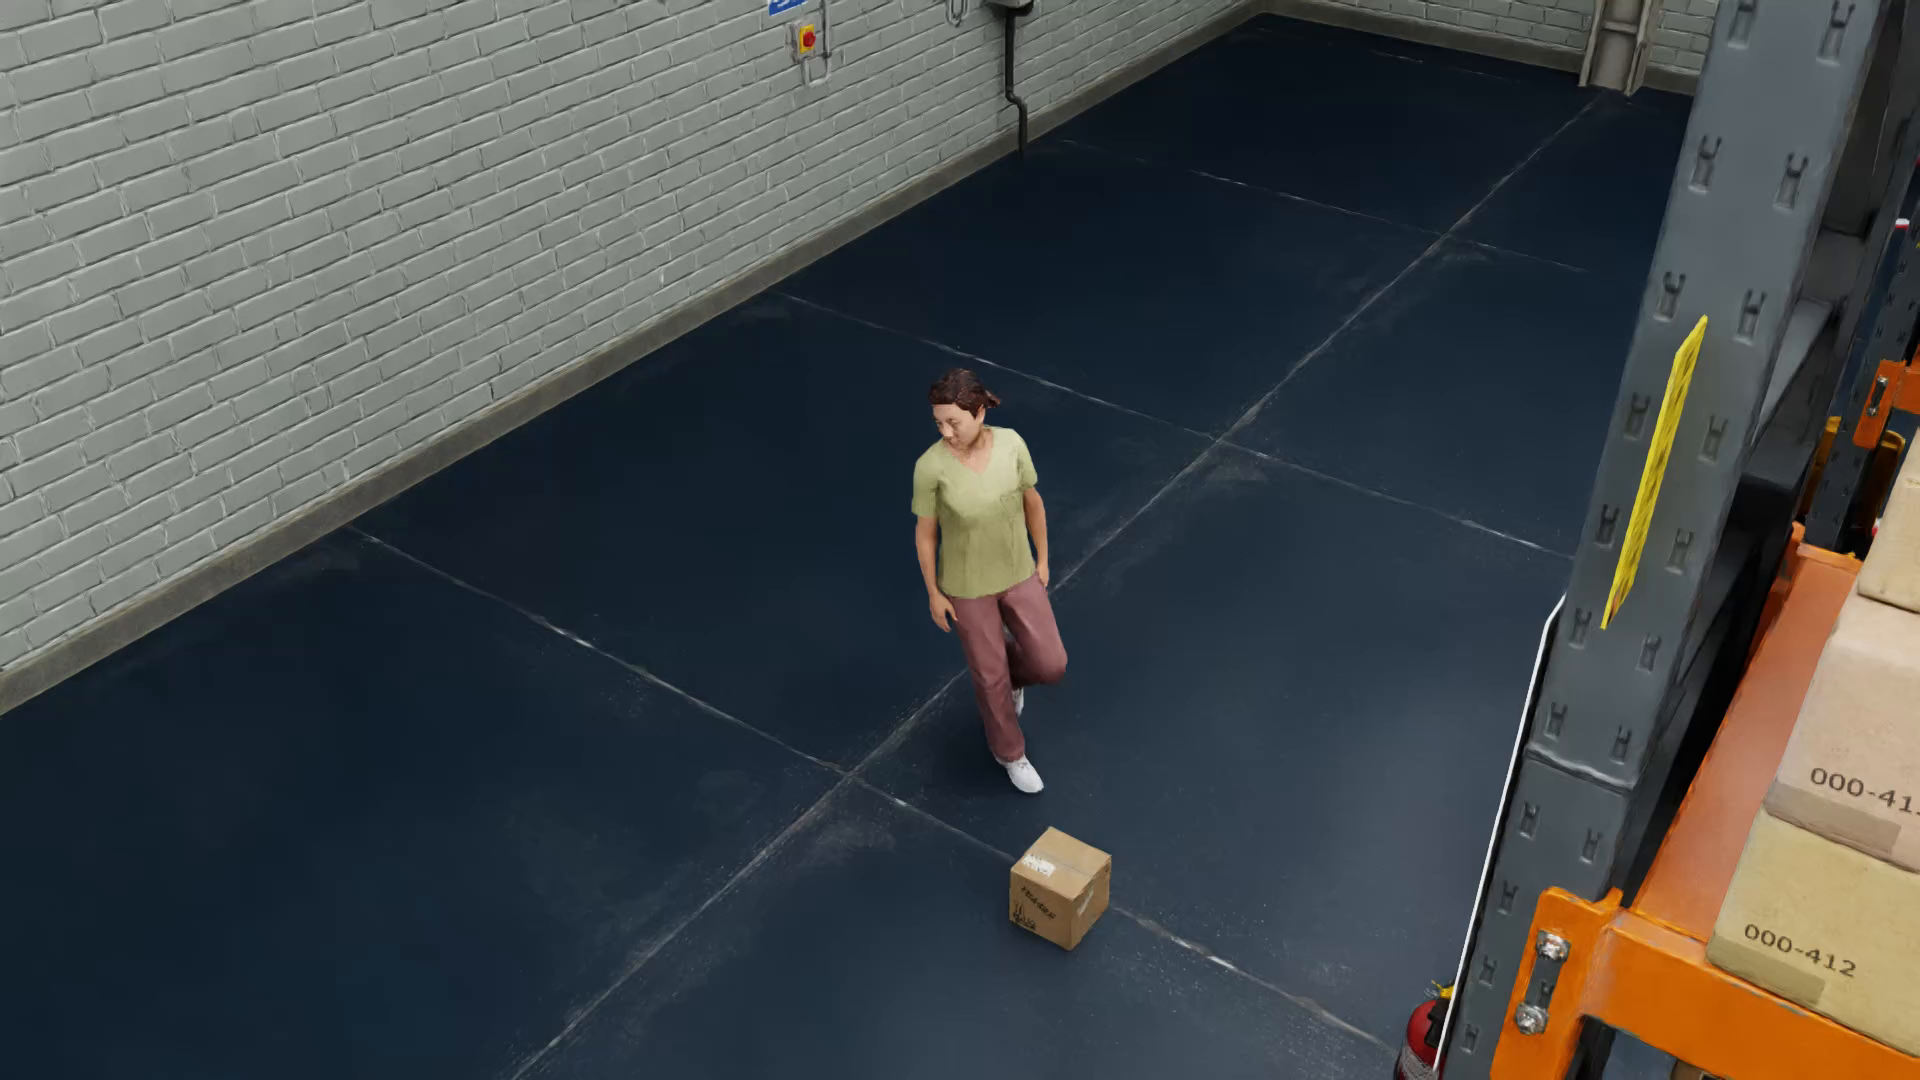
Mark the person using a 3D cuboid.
[{"bbox_3d":[0.096,0.156,5.935,0.497,1.651,0.555,-12,37,-17],"label":"person"}]
